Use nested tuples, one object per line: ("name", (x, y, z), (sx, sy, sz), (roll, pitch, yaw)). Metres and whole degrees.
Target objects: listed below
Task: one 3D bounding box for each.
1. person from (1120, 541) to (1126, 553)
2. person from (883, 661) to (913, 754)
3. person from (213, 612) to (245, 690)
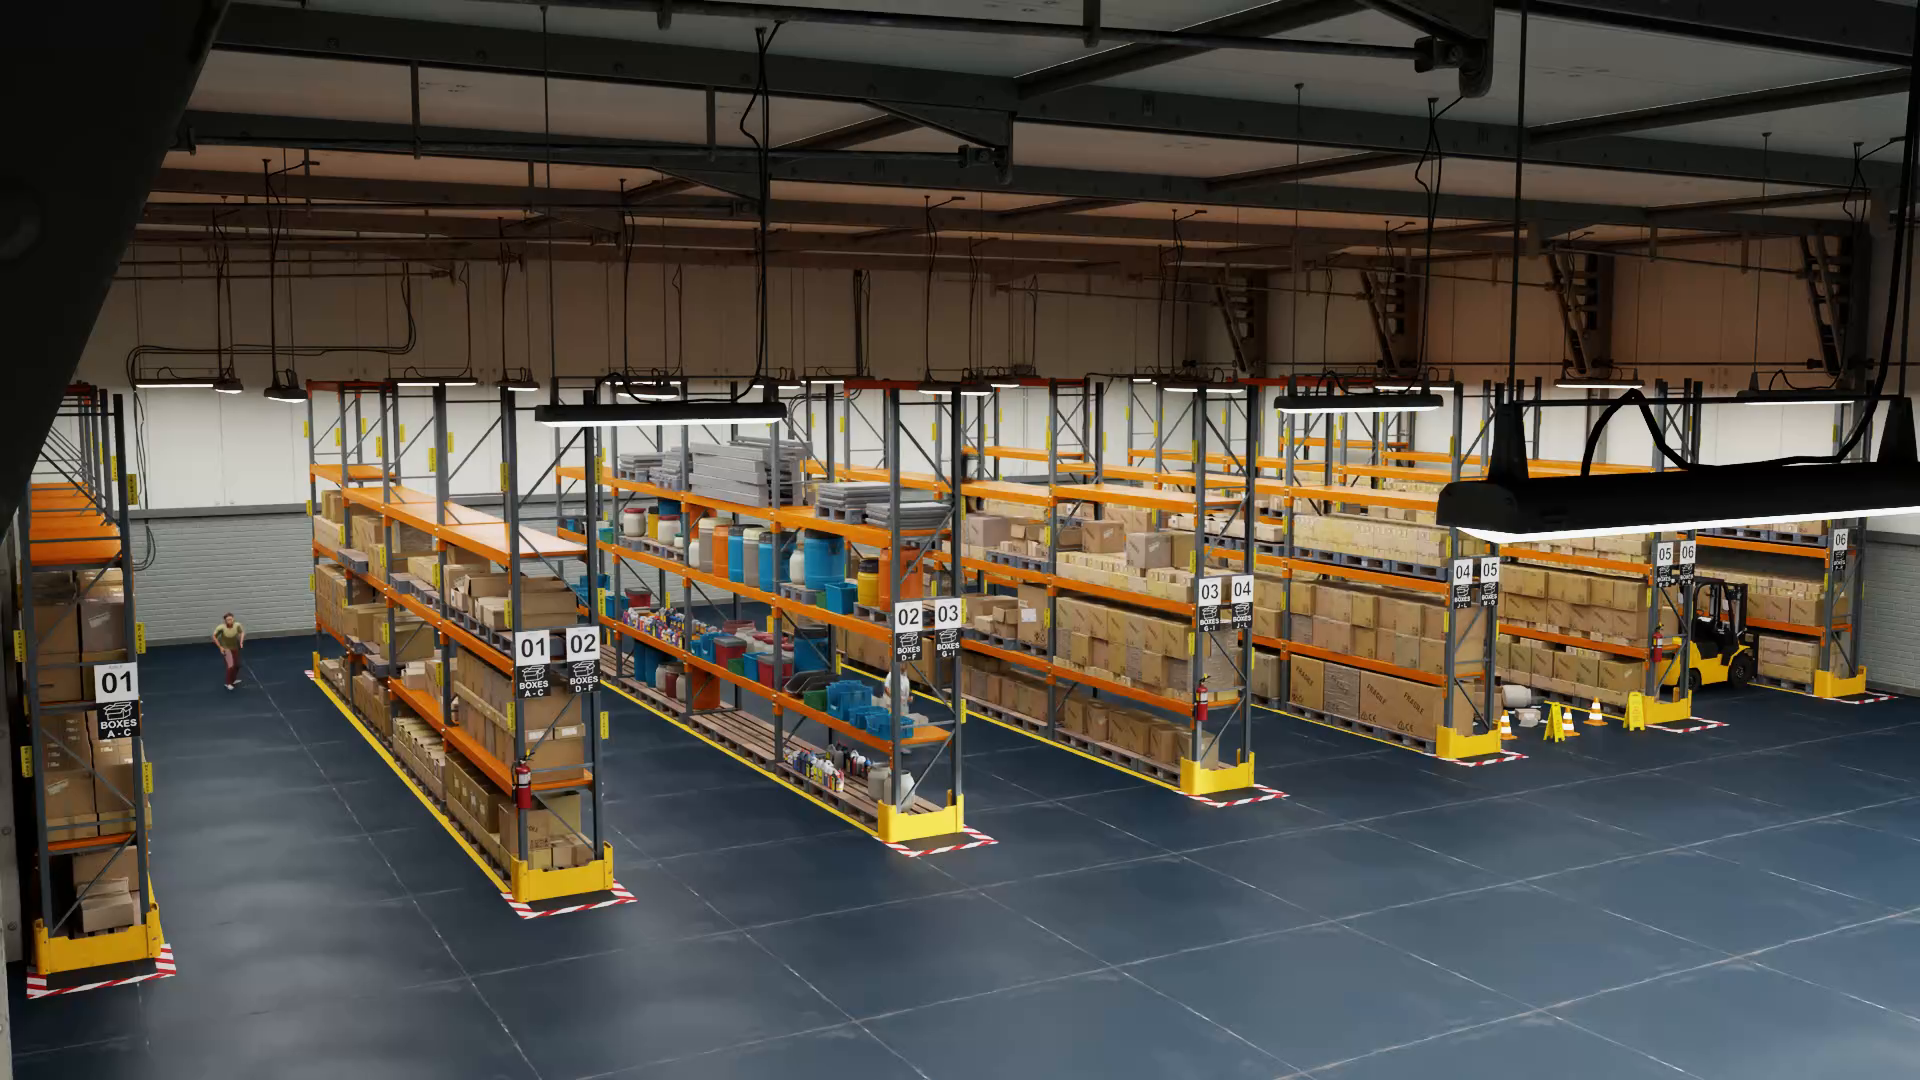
("person", (4.427, 0.827, 44.407), (0.676, 1.634, 0.532), (-2, 7, -21))
("person", (-1.121, 2.661, 27.087), (0.723, 1.620, 0.608), (4, 7, 32))
("person", (-14.274, 2.133, 32.469), (0.750, 1.541, 0.646), (4, 7, 35))
